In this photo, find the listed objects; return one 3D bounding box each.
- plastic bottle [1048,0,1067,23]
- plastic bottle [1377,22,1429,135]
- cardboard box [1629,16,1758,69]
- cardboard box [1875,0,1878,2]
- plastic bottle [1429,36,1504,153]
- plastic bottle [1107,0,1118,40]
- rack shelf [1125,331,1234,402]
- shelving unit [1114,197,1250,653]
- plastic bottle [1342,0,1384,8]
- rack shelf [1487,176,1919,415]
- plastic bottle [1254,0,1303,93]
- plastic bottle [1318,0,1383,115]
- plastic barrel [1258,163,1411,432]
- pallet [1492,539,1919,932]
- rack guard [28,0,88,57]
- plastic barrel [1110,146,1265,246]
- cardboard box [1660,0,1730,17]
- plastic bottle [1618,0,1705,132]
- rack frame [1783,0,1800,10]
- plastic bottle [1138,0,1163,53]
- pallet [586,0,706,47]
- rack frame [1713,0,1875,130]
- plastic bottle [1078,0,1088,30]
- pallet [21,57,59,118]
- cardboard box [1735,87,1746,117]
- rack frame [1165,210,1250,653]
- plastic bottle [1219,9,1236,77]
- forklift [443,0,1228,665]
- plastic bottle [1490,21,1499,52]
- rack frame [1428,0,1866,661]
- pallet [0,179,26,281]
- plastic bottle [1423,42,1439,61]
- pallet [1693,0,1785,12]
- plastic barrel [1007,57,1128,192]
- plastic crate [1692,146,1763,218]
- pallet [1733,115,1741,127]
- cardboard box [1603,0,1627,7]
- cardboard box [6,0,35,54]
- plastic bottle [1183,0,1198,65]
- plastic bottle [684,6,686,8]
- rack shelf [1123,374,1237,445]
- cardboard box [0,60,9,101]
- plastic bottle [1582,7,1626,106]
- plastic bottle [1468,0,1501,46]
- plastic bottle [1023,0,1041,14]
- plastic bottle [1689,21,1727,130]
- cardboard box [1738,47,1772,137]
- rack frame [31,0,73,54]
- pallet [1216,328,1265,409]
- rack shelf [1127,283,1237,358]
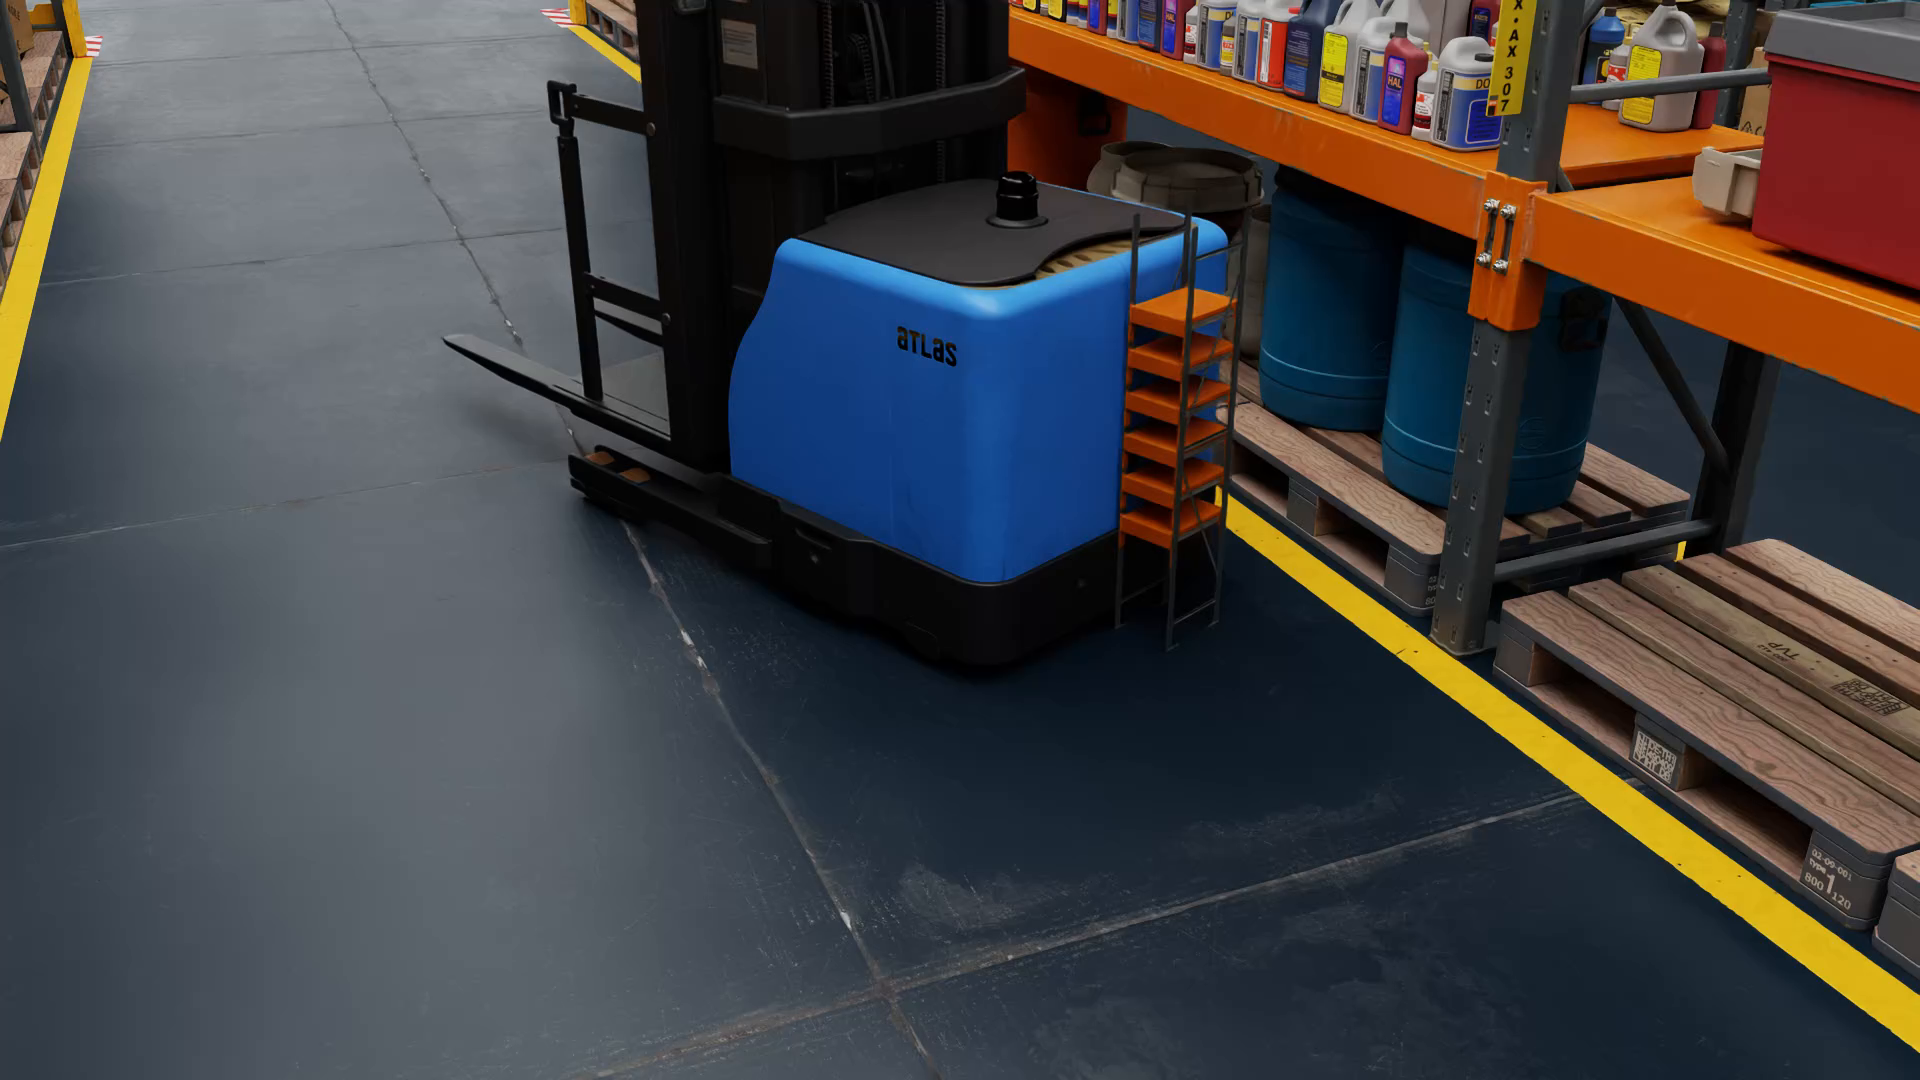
[{"bbox_3d":[0.388,-2.118,6.302,0.061,0.283,0.133,-11,28,-21],"label":"plastic bottle"},{"bbox_3d":[1.216,-1.264,4.554,0.061,0.283,0.133,-11,28,-21],"label":"plastic bottle"},{"bbox_3d":[4.361,-2.966,9.923,0.500,0.311,0.500,-10,28,-19],"label":"cardboard box"},{"bbox_3d":[8.087,-4.840,14.091,0.700,0.500,0.500,-10,28,-19],"label":"cardboard box"},{"bbox_3d":[1.348,-1.175,4.380,0.152,0.276,0.135,-11,28,-21],"label":"plastic bottle"},{"bbox_3d":[0.578,-1.937,5.944,0.097,0.271,0.097,0,26,0],"label":"plastic bottle"},{"bbox_3d":[0.589,-0.468,4.396,0.180,0.103,0.258,23,34,39],"label":"rack shelf"},{"bbox_3d":[0.589,-0.293,4.482,0.189,1.200,0.258,23,34,39],"label":"shelving unit"},{"bbox_3d":[1.199,-1.520,5.000,0.144,0.351,0.185,-11,28,-21],"label":"plastic bottle"},{"bbox_3d":[2.583,0.003,2.645,1.077,0.370,4.000,-11,28,-21],"label":"rack shelf"},{"bbox_3d":[1.008,-1.527,5.099,0.152,0.276,0.135,-11,28,-21],"label":"plastic bottle"},{"bbox_3d":[1.139,-1.420,4.796,0.144,0.351,0.185,-11,28,-21],"label":"plastic bottle"},{"bbox_3d":[1.325,-0.882,5.550,0.600,0.901,0.708,-11,28,-21],"label":"plastic barrel"},{"bbox_3d":[2.124,0.416,4.158,1.003,0.211,1.213,-11,28,-21],"label":"pallet"},{"bbox_3d":[-7.427,-3.967,12.805,1.175,0.500,0.348,-11,28,-21],"label":"rack guard"},{"bbox_3d":[0.883,-1.197,6.553,0.600,0.588,0.708,-11,28,-21],"label":"plastic barrel"},{"bbox_3d":[4.645,-3.270,10.544,0.500,0.311,0.500,-11,28,-22],"label":"cardboard box"},{"bbox_3d":[1.945,-1.320,4.590,0.144,0.351,0.185,-11,28,-21],"label":"plastic bottle"},{"bbox_3d":[7.783,-6.059,14.242,1.000,3.000,0.127,-11,28,-21],"label":"rack frame"},{"bbox_3d":[0.708,-1.865,5.707,0.144,0.351,0.185,-11,28,-21],"label":"plastic bottle"},{"bbox_3d":[-2.513,-4.368,13.955,1.003,0.211,1.213,-11,28,-21],"label":"pallet"},{"bbox_3d":[4.793,-3.592,9.188,1.000,3.000,0.127,-11,28,-21],"label":"rack frame"},{"bbox_3d":[0.488,-2.030,6.135,0.097,0.271,0.097,0,26,0],"label":"plastic bottle"},{"bbox_3d":[-6.667,-3.012,11.177,1.003,0.211,1.213,-11,28,-21],"label":"pallet"},{"bbox_3d":[4.362,-2.716,10.048,0.500,0.250,0.500,-10,28,-19],"label":"cardboard box"},{"bbox_3d":[0.655,-0.265,4.424,0.006,1.200,0.240,23,34,39],"label":"rack frame"},{"bbox_3d":[0.885,-1.589,5.313,0.097,0.201,0.097,0,26,0],"label":"plastic bottle"},{"bbox_3d":[-0.647,-1.527,5.038,3.031,2.935,1.130,23,34,39],"label":"forklift"},{"bbox_3d":[1.730,-1.569,5.270,0.097,0.201,0.097,0,26,0],"label":"plastic bottle"},{"bbox_3d":[1.800,-1.128,4.141,1.000,3.000,0.127,-11,28,-21],"label":"rack frame"},{"bbox_3d":[-5.102,-1.446,7.971,1.003,0.211,1.213,-11,28,-21],"label":"pallet"},{"bbox_3d":[1.313,-1.318,4.758,0.097,0.201,0.097,0,26,0],"label":"plastic bottle"},{"bbox_3d":[7.487,-5.071,15.397,1.003,0.211,1.213,-11,28,-21],"label":"pallet"},{"bbox_3d":[0.441,-1.761,7.434,0.600,0.830,0.708,-11,28,-21],"label":"plastic barrel"},{"bbox_3d":[1.851,-0.824,3.750,0.396,0.136,0.243,-11,28,-21],"label":"plastic crate"},{"bbox_3d":[4.506,-2.678,10.494,1.003,0.211,1.213,-11,28,-21],"label":"pallet"},{"bbox_3d":[3.957,-3.379,10.768,0.500,0.311,0.500,-11,28,-21],"label":"cardboard box"},{"bbox_3d":[-6.962,-3.696,11.772,0.500,0.500,0.500,-3,26,-7],"label":"cardboard box"},{"bbox_3d":[0.794,-1.683,5.505,0.097,0.201,0.097,0,26,0],"label":"plastic bottle"},{"bbox_3d":[-1.925,-3.653,11.830,0.144,0.351,0.185,-12,29,-23],"label":"plastic bottle"},{"bbox_3d":[0.589,-0.360,4.448,0.180,0.103,0.258,23,34,39],"label":"rack shelf"},{"bbox_3d":[-6.241,-2.970,10.284,0.500,0.500,0.500,-2,26,-4],"label":"cardboard box"},{"bbox_3d":[1.897,-1.428,4.902,0.097,0.271,0.097,0,26,0],"label":"plastic bottle"},{"bbox_3d":[1.701,-1.655,5.354,0.061,0.283,0.133,-11,28,-21],"label":"plastic bottle"},{"bbox_3d":[0.297,-2.211,6.493,0.061,0.283,0.133,-11,28,-21],"label":"plastic bottle"},{"bbox_3d":[2.049,-1.297,4.620,0.061,0.283,0.133,-11,28,-21],"label":"plastic bottle"},{"bbox_3d":[4.708,-2.434,9.163,0.500,0.500,0.500,-9,28,-18],"label":"cardboard box"},{"bbox_3d":[-7.457,-5.121,12.320,1.000,3.000,0.127,-11,28,-21],"label":"rack frame"},{"bbox_3d":[1.055,-0.687,6.415,1.003,0.211,1.213,-11,28,-21],"label":"pallet"},{"bbox_3d":[0.589,-0.576,4.343,0.180,0.103,0.258,23,34,39],"label":"rack shelf"}]
